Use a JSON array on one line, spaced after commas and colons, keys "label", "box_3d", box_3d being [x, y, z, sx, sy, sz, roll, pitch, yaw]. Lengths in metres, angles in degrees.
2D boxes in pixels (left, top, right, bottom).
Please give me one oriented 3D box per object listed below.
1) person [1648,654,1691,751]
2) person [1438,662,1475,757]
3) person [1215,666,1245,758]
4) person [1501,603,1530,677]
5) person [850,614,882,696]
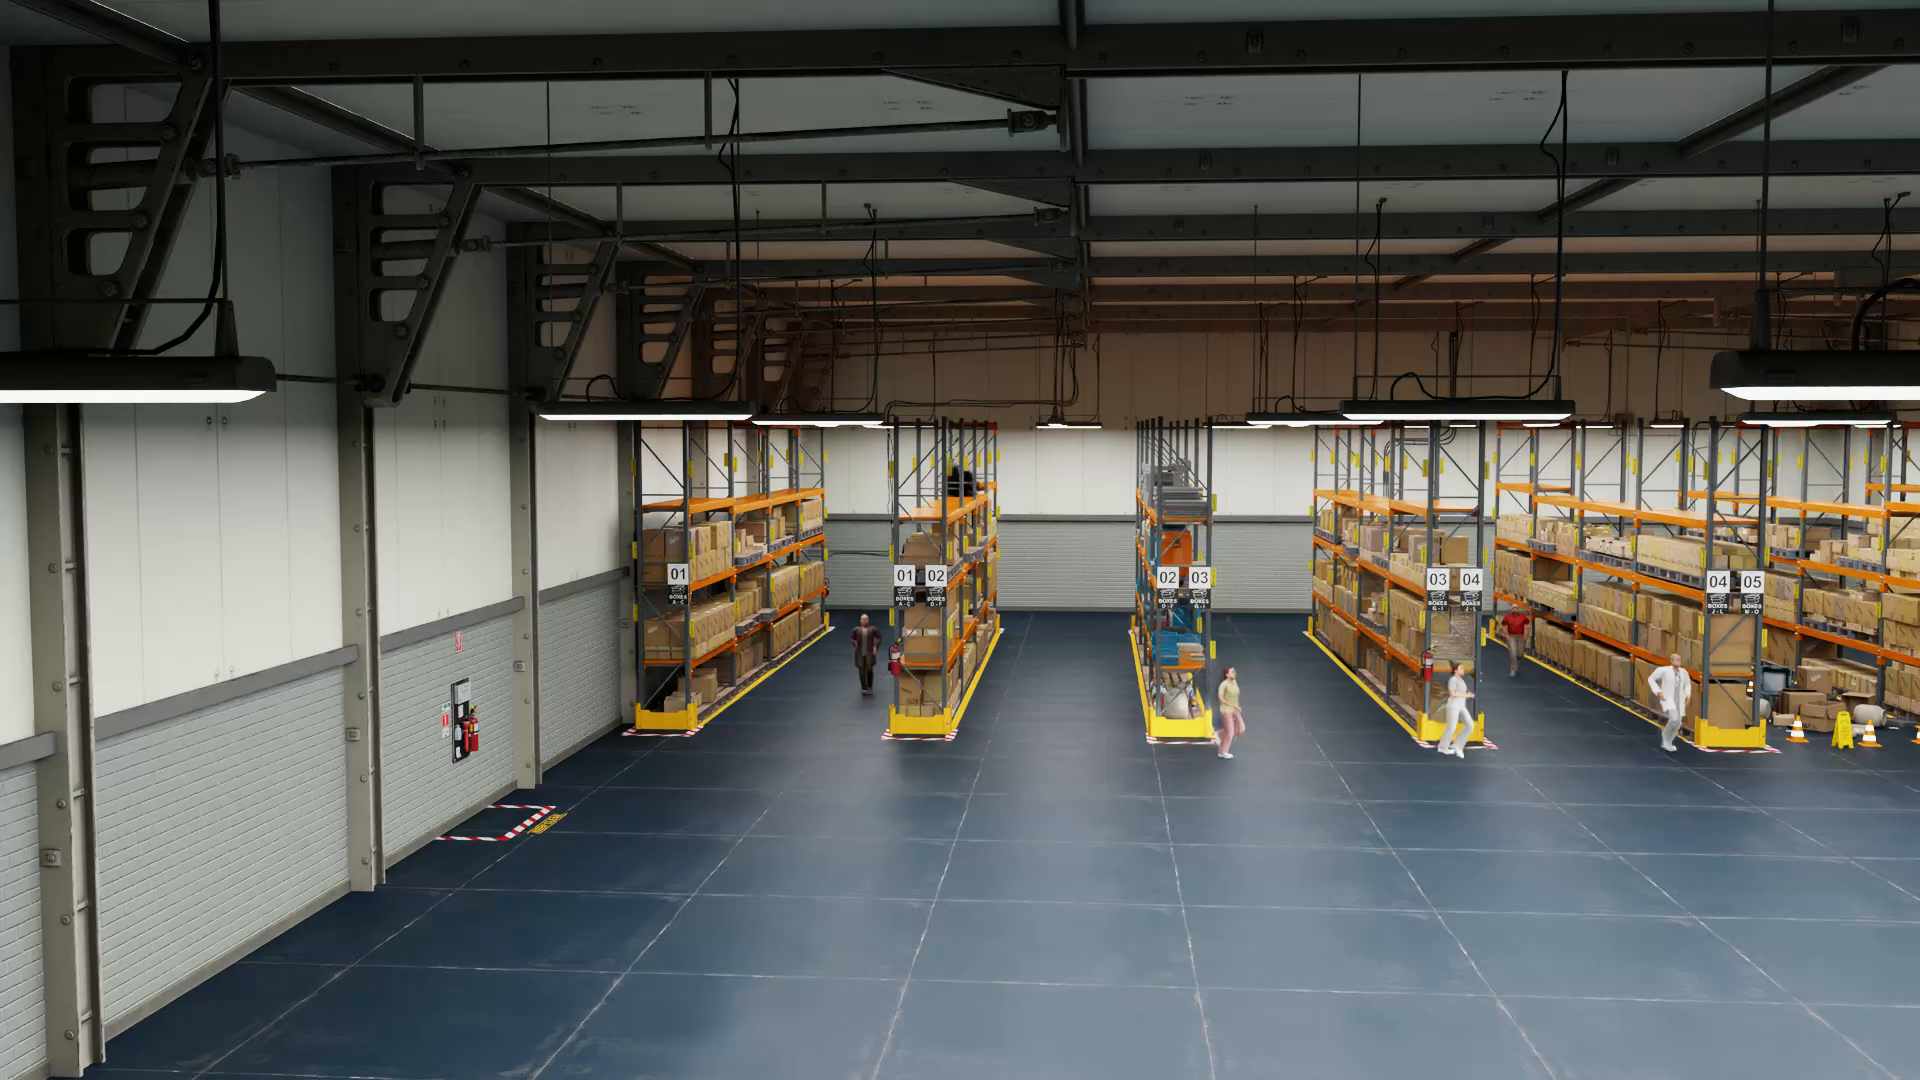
[{"label": "person", "box_3d": [12.760, 2.909, 29.752, 0.731, 1.731, 0.632, -1, 4, -8]}, {"label": "person", "box_3d": [8.779, 2.991, 29.288, 0.586, 1.696, 0.665, -3, 5, -43]}, {"label": "person", "box_3d": [4.734, 3.017, 29.154, 0.613, 1.615, 0.606, 4, 5, 45]}, {"label": "person", "box_3d": [13.070, 2.332, 39.140, 0.669, 1.713, 0.667, 1, 4, 11]}, {"label": "person", "box_3d": [-2.053, 2.498, 35.961, 0.691, 1.763, 0.672, 0, 4, 2]}]
